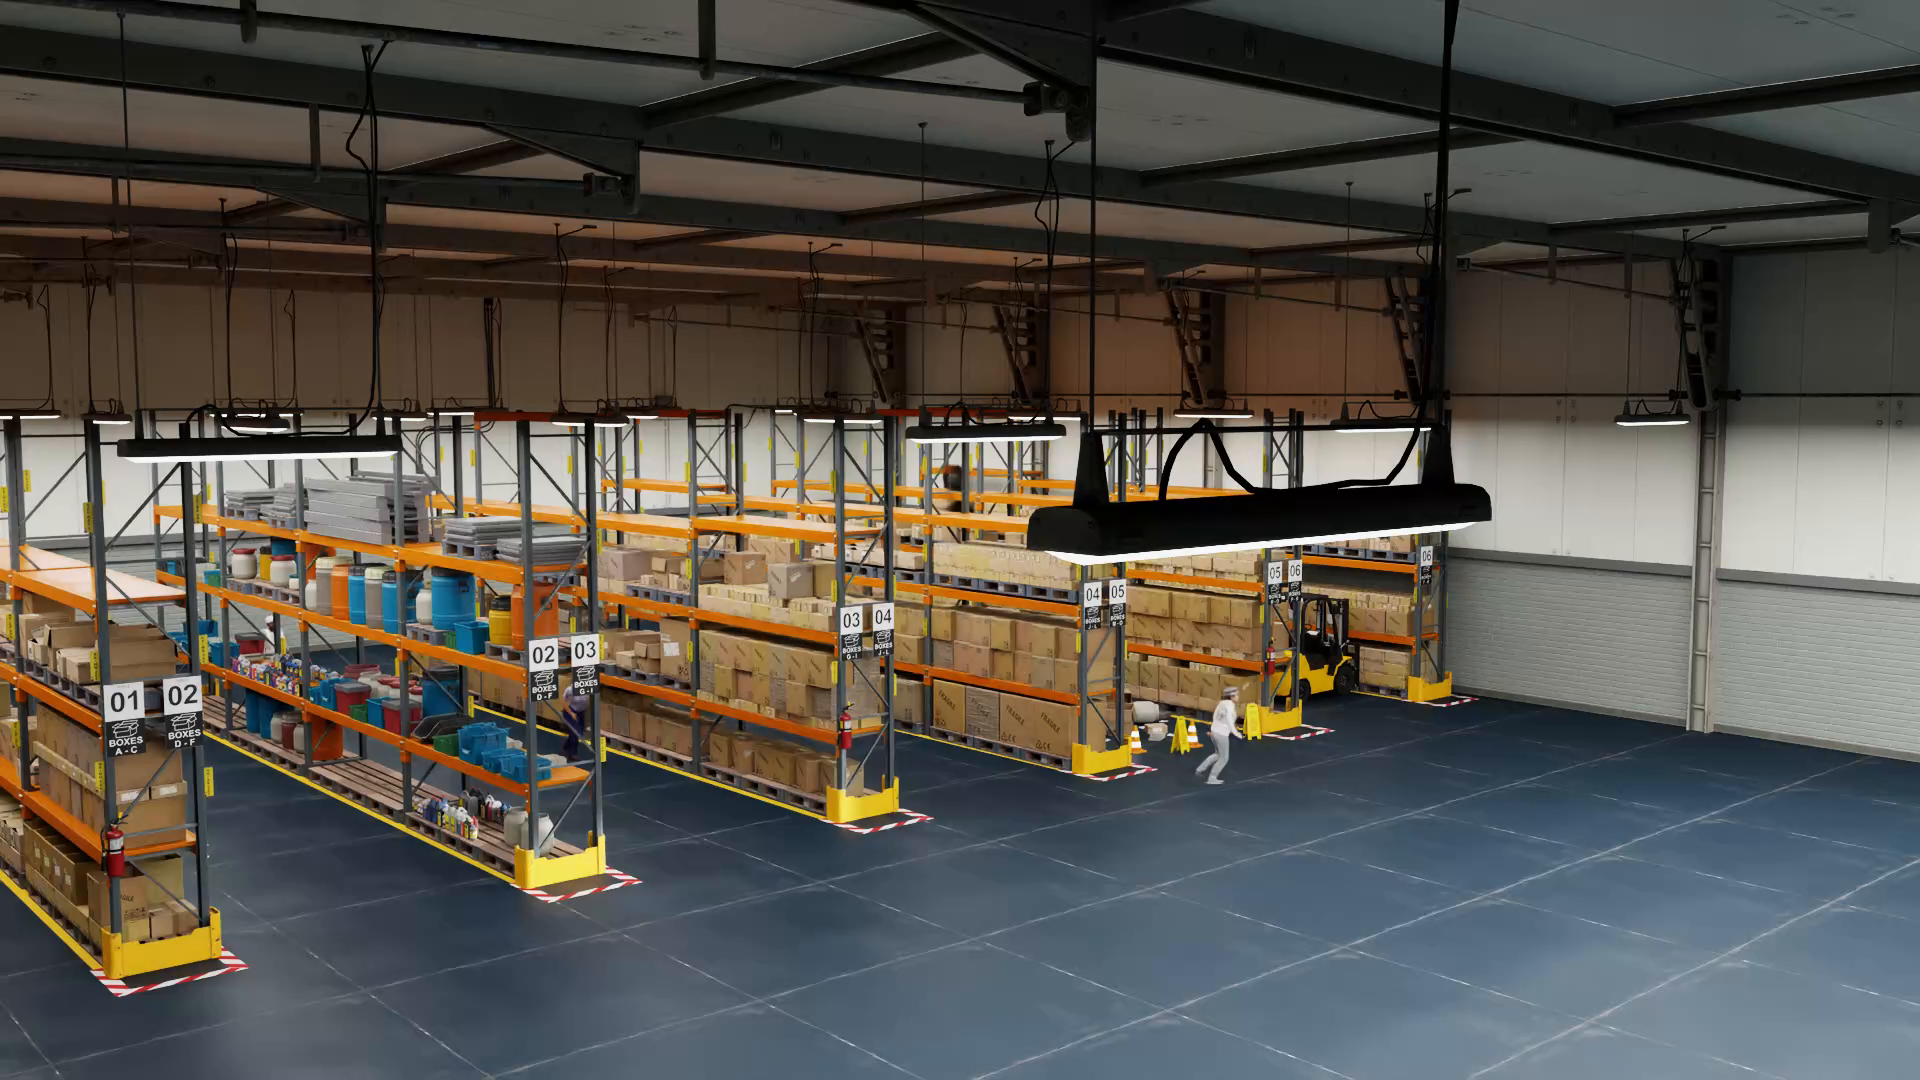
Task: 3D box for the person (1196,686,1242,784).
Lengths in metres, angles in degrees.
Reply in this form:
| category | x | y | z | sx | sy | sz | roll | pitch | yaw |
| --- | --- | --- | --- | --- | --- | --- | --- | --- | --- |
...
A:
| category | x | y | z | sx | sy | sz | roll | pitch | yaw |
| --- | --- | --- | --- | --- | --- | --- | --- | --- | --- |
| person | 4.219 | 3.167 | 26.967 | 0.685 | 1.608 | 0.589 | -1 | 5 | -11 |

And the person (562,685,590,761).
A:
| category | x | y | z | sx | sy | sz | roll | pitch | yaw |
| --- | --- | --- | --- | --- | --- | --- | --- | --- | --- |
| person | -6.691 | 3.029 | 28.846 | 0.780 | 1.557 | 0.631 | 3 | 6 | 31 |

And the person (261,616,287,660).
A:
| category | x | y | z | sx | sy | sz | roll | pitch | yaw |
| --- | --- | --- | --- | --- | --- | --- | --- | --- | --- |
| person | -14.352 | 2.415 | 34.774 | 1.002 | 1.714 | 0.740 | 2 | 5 | 22 |
